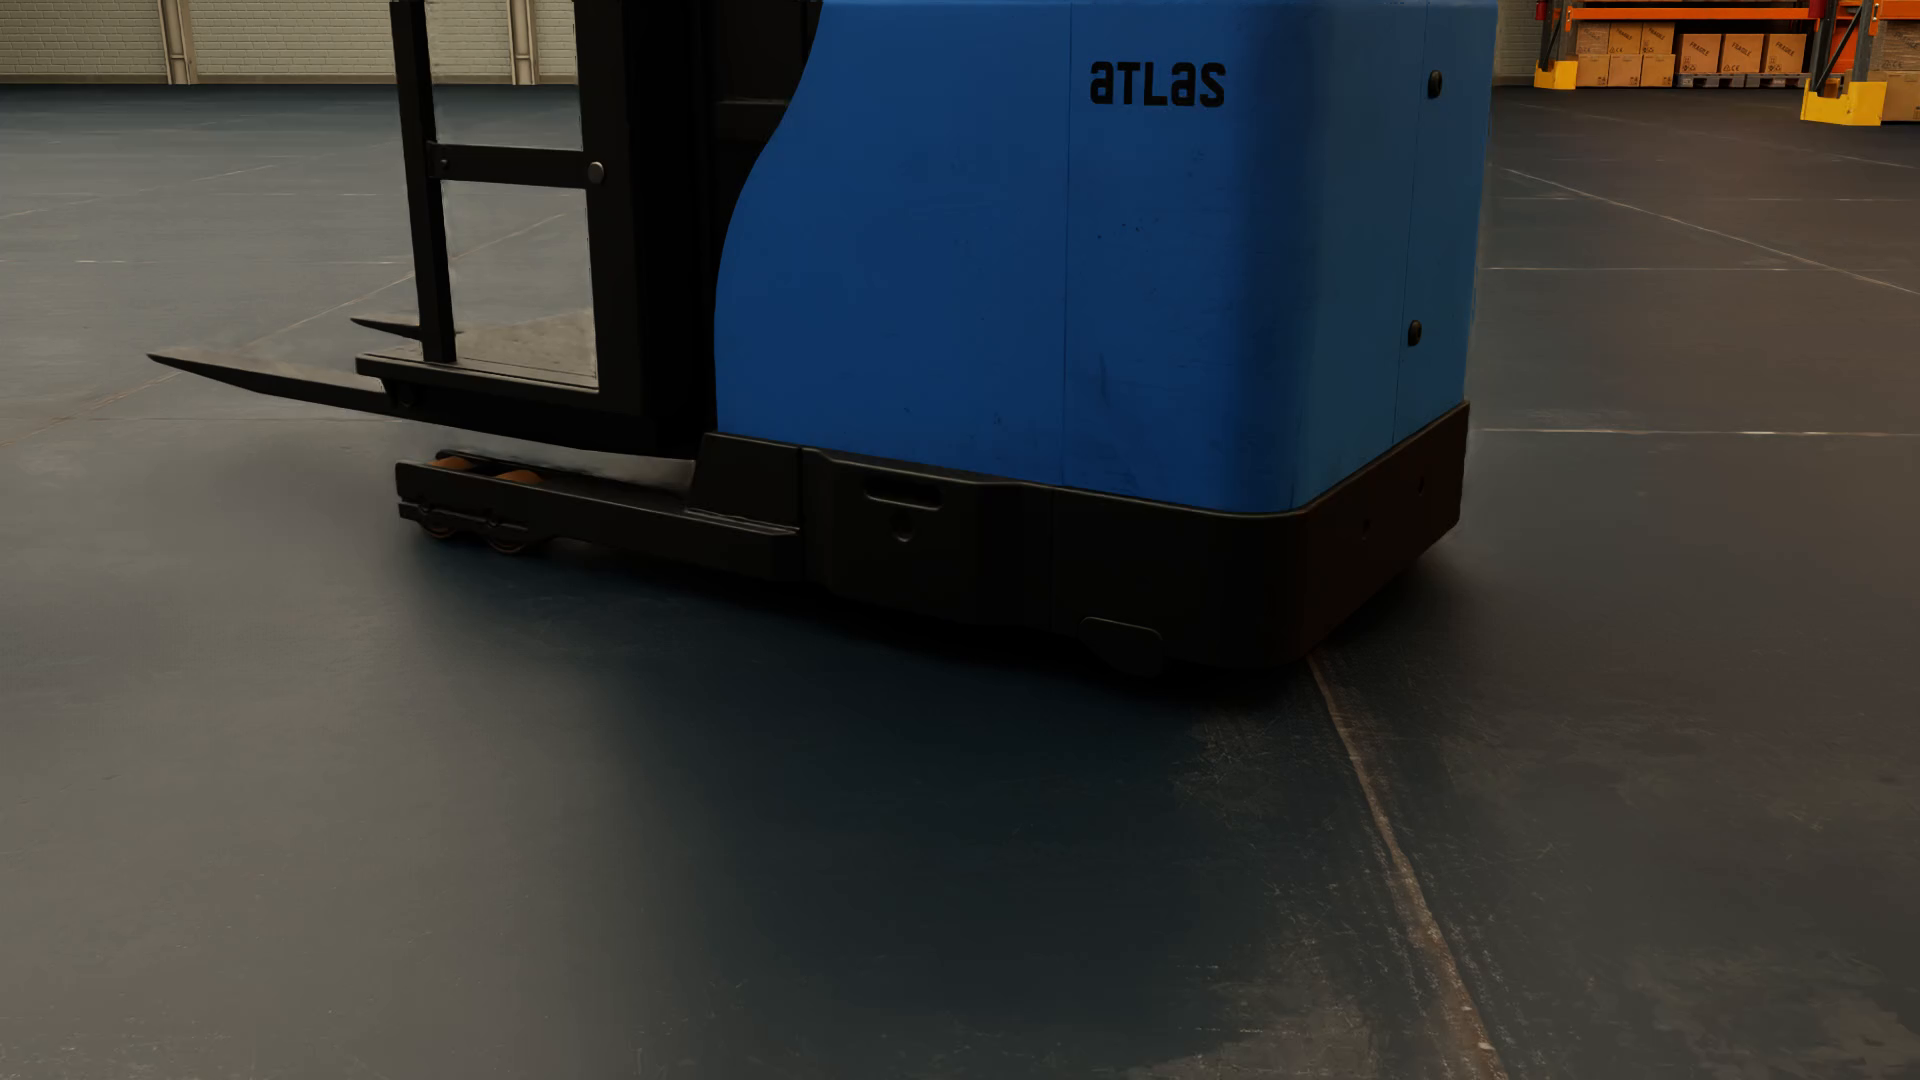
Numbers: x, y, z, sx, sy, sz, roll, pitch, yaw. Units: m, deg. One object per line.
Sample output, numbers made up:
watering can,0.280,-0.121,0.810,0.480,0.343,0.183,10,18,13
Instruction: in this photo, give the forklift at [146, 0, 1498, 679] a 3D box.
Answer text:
forklift,-0.544,-1.493,3.236,3.031,2.935,1.130,10,20,30
